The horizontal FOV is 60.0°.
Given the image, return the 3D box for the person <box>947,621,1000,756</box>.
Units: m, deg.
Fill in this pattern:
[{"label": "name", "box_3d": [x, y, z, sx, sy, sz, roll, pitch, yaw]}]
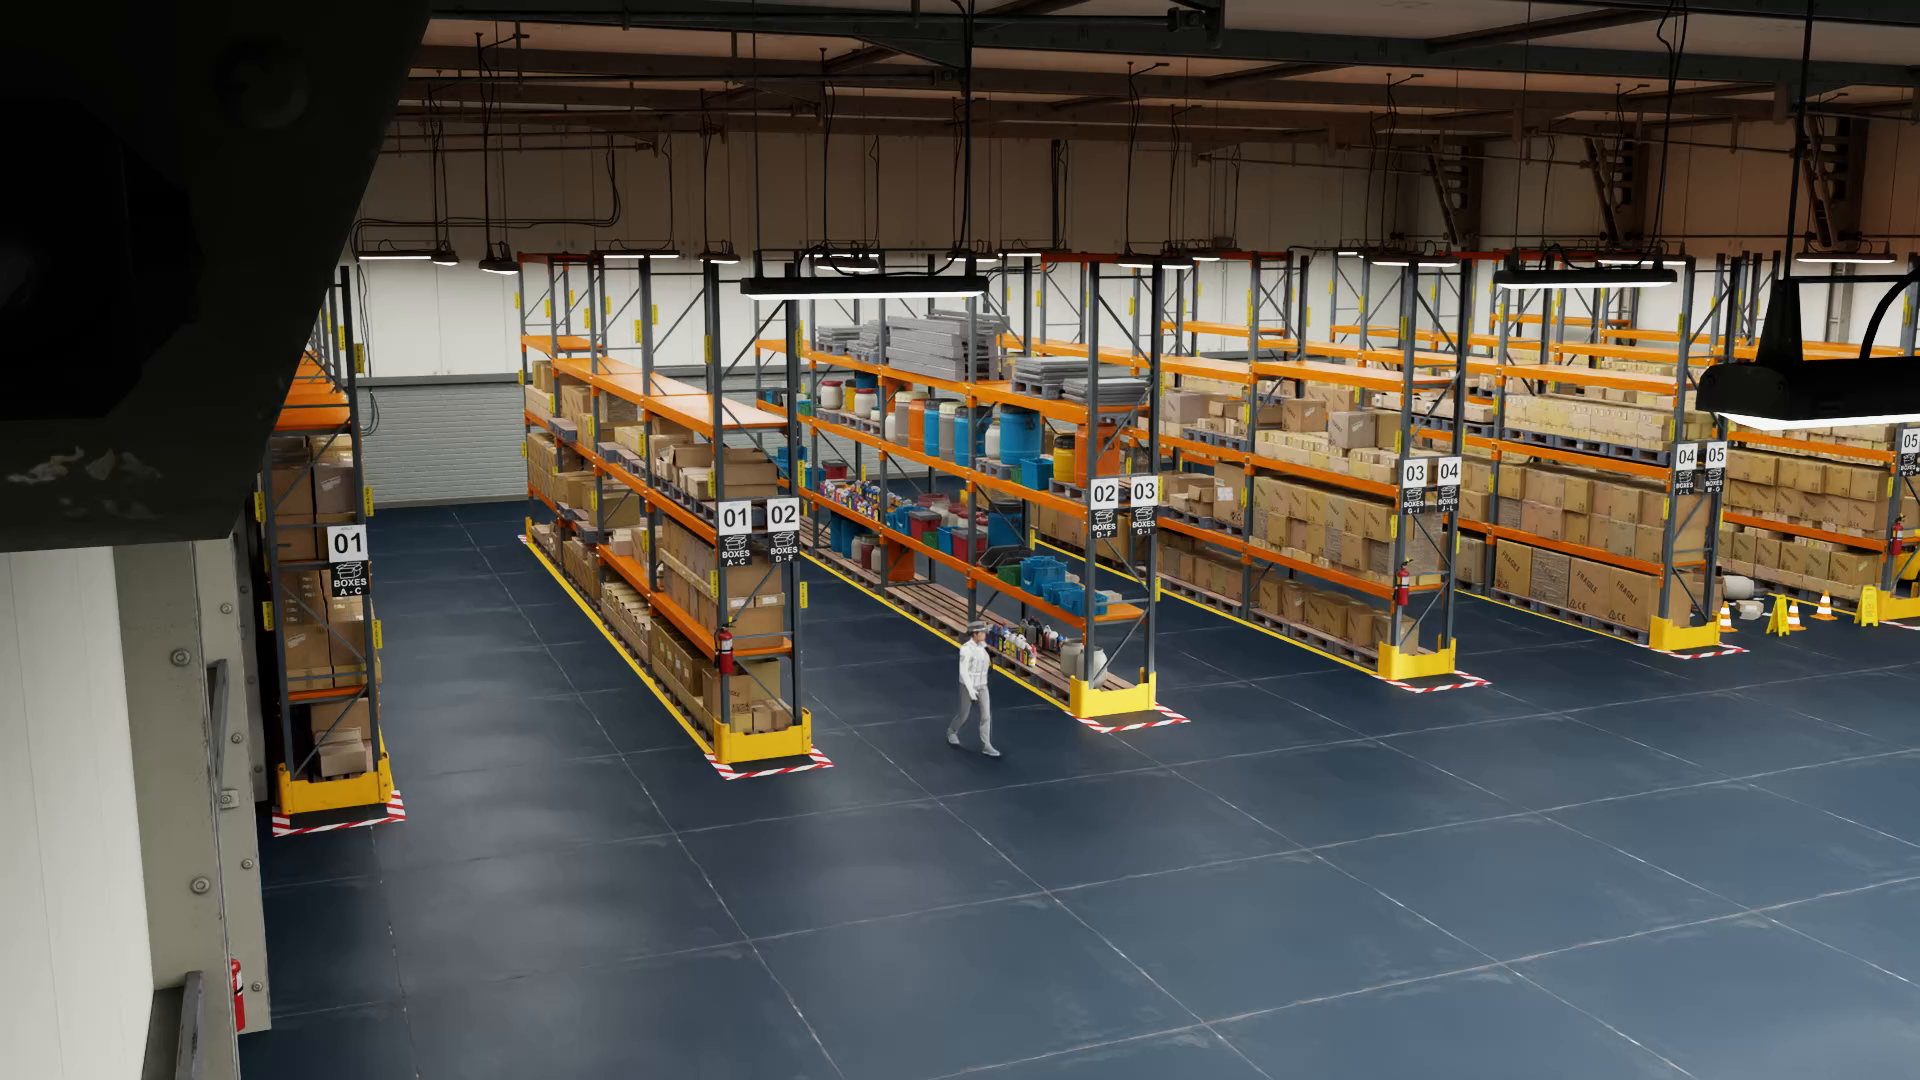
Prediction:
[{"label": "person", "box_3d": [0.204, 1.806, 20.620, 0.903, 1.624, 0.560, 10, 14, 42]}]
